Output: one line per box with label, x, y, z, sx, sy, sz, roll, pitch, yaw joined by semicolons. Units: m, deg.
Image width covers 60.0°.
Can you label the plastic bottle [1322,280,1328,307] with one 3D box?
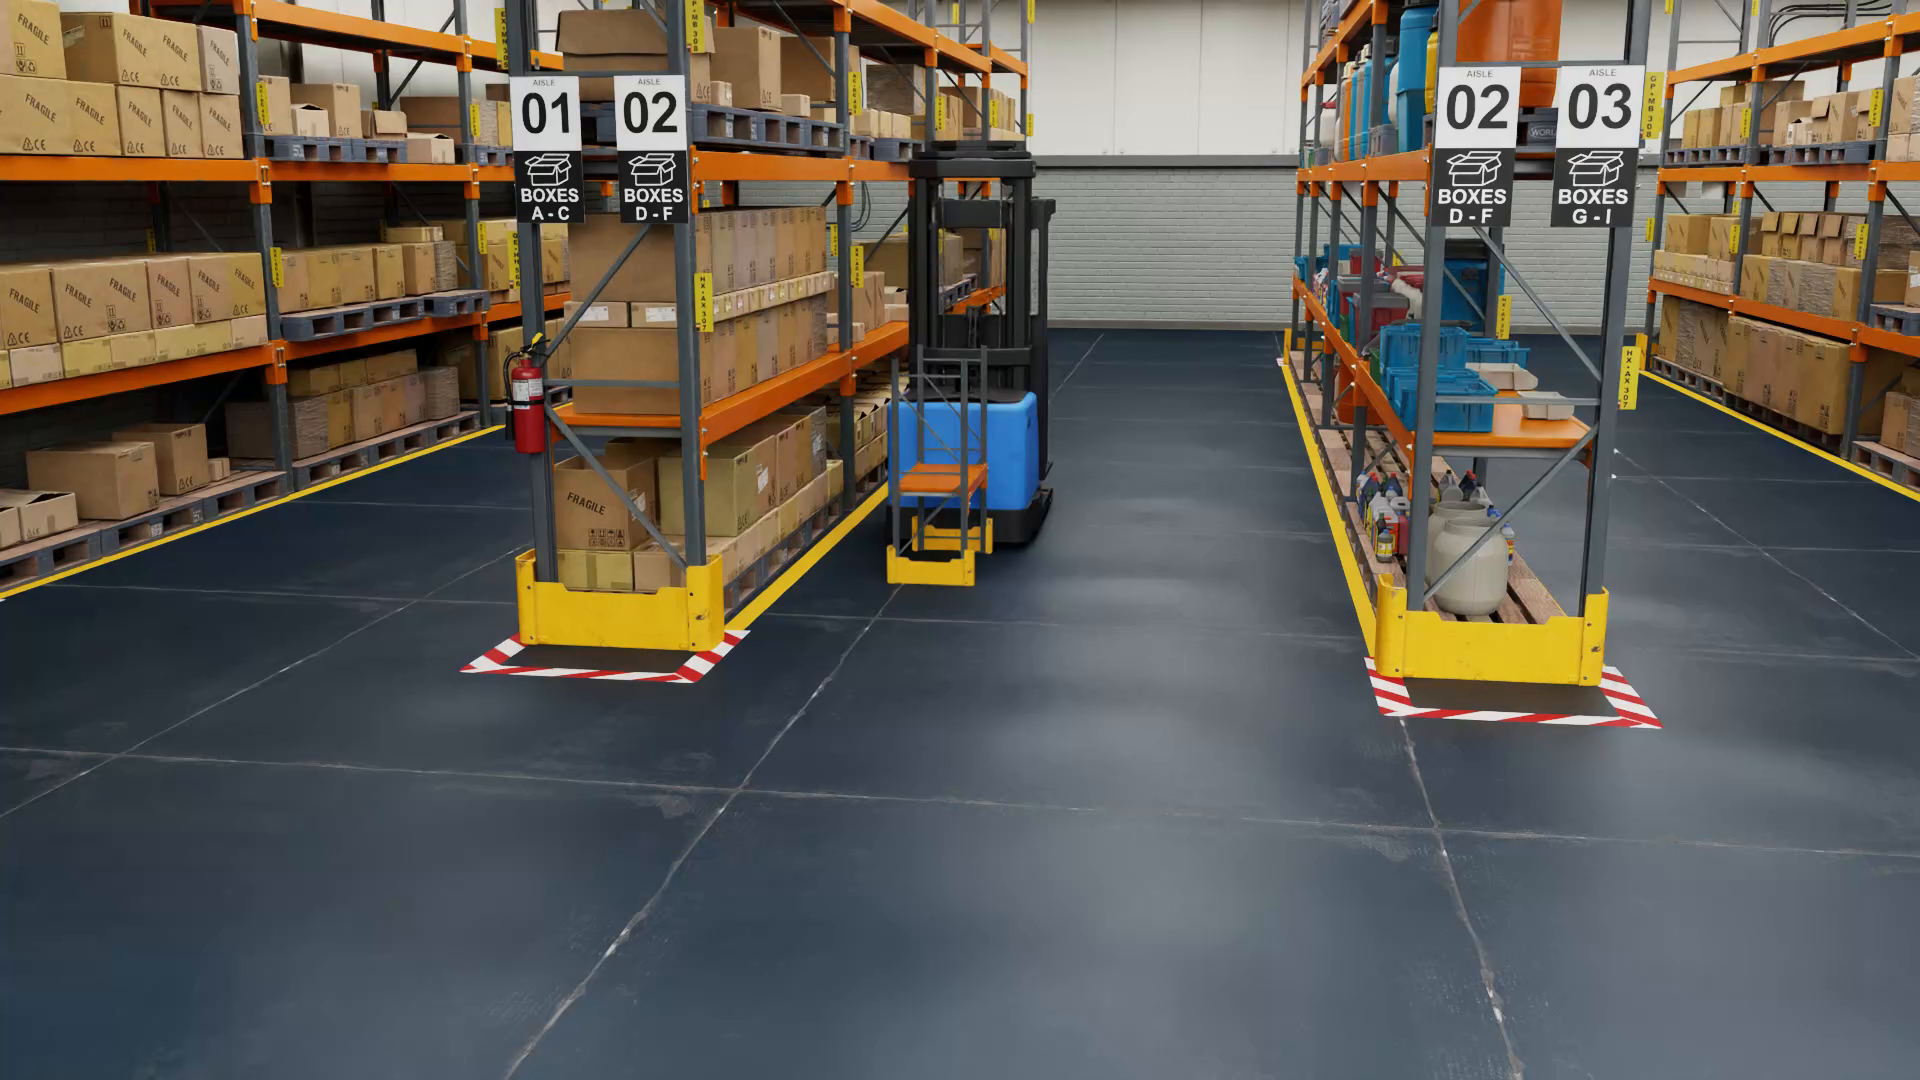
plastic bottle;3.963;-2.667;18.027;0.061;0.283;0.133;2;12;9

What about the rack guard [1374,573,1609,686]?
rack guard;2.881;0.482;9.072;1.175;0.500;0.348;2;12;9

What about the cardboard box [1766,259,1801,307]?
cardboard box;9.184;-2.813;18.189;0.500;0.500;0.500;2;12;7

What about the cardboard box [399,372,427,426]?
cardboard box;-5.896;-1.447;16.979;0.700;0.500;0.500;2;12;9

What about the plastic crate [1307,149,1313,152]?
plastic crate;4.586;-4.805;20.949;0.416;0.233;0.300;2;12;9

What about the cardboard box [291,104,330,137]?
cardboard box;-6.000;-3.744;14.842;0.500;0.311;0.500;2;12;10

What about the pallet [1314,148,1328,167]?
pallet;4.738;-4.429;19.252;1.213;0.211;1.003;2;12;9

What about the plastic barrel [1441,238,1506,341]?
plastic barrel;3.890;-1.871;12.867;0.600;0.901;0.708;2;12;9

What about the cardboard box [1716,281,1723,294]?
cardboard box;9.418;-3.066;20.194;0.380;0.149;0.250;2;12;10

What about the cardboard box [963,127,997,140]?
cardboard box;0.188;-5.113;21.147;0.500;0.250;0.500;2;12;9

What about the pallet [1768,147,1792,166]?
pallet;9.563;-4.241;18.386;0.805;0.209;1.217;1;12;6

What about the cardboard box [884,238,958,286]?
cardboard box;-0.433;-3.123;18.629;0.700;0.500;0.500;4;13;19

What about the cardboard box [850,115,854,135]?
cardboard box;-1.177;-3.558;14.121;0.500;0.250;0.500;1;12;3

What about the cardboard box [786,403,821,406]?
cardboard box;-1.510;-1.054;14.465;0.500;0.311;0.500;2;12;10

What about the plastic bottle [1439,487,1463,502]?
plastic bottle;3.537;-0.256;11.980;0.152;0.276;0.135;2;12;9

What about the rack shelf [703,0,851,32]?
rack shelf;-1.670;-3.686;10.895;1.077;0.370;4.000;2;12;9

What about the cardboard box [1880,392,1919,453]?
cardboard box;8.957;-1.081;15.278;0.700;0.500;0.500;1;12;6

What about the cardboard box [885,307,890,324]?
cardboard box;-0.888;-2.160;15.990;0.380;0.149;0.250;3;12;13

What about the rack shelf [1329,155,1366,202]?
rack shelf;3.839;-3.087;14.284;1.077;0.370;4.000;2;12;9

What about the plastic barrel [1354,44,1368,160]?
plastic barrel;3.496;-3.516;13.379;0.600;0.901;0.600;0;12;0

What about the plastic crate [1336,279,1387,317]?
plastic crate;3.596;-2.093;14.934;0.402;0.464;0.583;2;12;9

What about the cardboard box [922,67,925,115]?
cardboard box;-0.596;-4.750;17.685;0.500;0.500;0.500;2;12;9

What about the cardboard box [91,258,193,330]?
cardboard box;-6.184;-1.863;12.545;0.500;0.500;0.500;2;12;7

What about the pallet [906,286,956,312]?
pallet;-0.712;-2.599;17.890;1.213;0.211;1.003;2;12;9

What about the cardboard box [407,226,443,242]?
cardboard box;-5.666;-3.218;17.482;0.380;0.149;0.250;0;12;1

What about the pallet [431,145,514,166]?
pallet;-5.596;-4.219;18.279;1.213;0.211;1.003;2;12;11

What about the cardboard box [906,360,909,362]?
cardboard box;-0.320;-1.737;18.324;0.500;0.500;0.500;1;12;7

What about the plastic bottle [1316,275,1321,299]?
plastic bottle;4.147;-2.917;19.184;0.061;0.283;0.133;2;12;9

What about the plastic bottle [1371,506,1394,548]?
plastic bottle;2.853;-0.084;11.182;0.152;0.276;0.135;2;12;7

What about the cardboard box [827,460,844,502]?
cardboard box;-1.218;-0.475;13.105;0.500;0.250;0.500;2;12;9

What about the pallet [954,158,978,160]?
pallet;-0.458;-4.407;19.150;1.213;0.211;1.003;2;12;9

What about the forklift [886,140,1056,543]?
forklift;0.174;-1.672;13.293;1.130;2.935;3.031;2;12;8

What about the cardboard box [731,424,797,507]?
cardboard box;-1.442;-0.529;11.576;0.500;0.500;0.500;2;12;9

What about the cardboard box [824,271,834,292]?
cardboard box;-1.193;-2.019;12.967;0.380;0.149;0.250;2;12;9

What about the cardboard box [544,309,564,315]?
cardboard box;-4.999;-2.557;21.344;0.750;0.750;0.750;2;12;9

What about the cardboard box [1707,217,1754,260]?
cardboard box;9.543;-3.708;20.448;0.500;0.500;0.500;2;12;9

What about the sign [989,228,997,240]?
sign;0.417;-3.931;20.866;0.100;0.325;0.005;2;12;9

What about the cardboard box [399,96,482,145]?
cardboard box;-5.626;-4.541;18.041;0.700;0.500;0.500;1;12;4

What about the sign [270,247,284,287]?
sign;-5.721;-2.284;13.916;0.100;0.325;0.005;2;12;9

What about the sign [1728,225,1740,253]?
sign;9.107;-3.540;19.557;0.100;0.325;0.005;2;12;9

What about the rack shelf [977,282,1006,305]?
rack shelf;0.175;-3.447;23.076;1.077;0.370;4.000;2;12;9

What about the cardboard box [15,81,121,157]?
cardboard box;-6.319;-2.962;11.711;0.500;0.500;0.500;3;12;12

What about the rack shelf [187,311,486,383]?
rack shelf;-5.950;-1.941;16.089;1.077;0.370;4.000;2;12;9

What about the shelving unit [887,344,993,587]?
shelving unit;-0.126;-0.543;11.454;0.587;1.500;1.083;2;12;8

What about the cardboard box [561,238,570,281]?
cardboard box;-5.004;-3.431;20.303;0.500;0.500;0.500;2;12;9

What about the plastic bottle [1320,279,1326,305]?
plastic bottle;4.012;-2.734;18.334;0.061;0.283;0.133;2;12;9

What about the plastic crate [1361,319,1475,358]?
plastic crate;3.325;-1.421;12.112;0.767;0.338;0.504;2;12;9

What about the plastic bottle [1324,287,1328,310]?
plastic bottle;3.918;-2.576;17.632;0.097;0.271;0.097;0;12;0

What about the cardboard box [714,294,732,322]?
cardboard box;-1.627;-1.432;10.241;0.380;0.149;0.250;2;12;9

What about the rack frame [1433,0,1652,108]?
rack frame;2.916;-3.656;8.096;1.000;3.000;0.127;2;12;9

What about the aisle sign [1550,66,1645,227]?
aisle sign;3.194;-1.969;8.341;0.394;0.787;0.004;2;12;9

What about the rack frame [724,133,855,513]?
rack frame;-1.363;-1.717;13.341;1.000;3.000;0.127;2;12;9

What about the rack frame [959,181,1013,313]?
rack frame;0.483;-4.215;24.932;1.000;3.000;0.127;2;12;9

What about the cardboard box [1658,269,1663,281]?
cardboard box;9.852;-3.654;22.924;0.380;0.149;0.250;2;12;8

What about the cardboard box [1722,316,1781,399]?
cardboard box;9.577;-2.093;19.133;1.225;0.875;0.875;2;12;9

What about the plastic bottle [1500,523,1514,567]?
plastic bottle;3.503;0.028;10.674;0.097;0.271;0.097;0;12;0

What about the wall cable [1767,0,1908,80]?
wall cable;14.546;-9.464;27.411;2.277;5.999;0.120;2;12;9

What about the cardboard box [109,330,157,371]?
cardboard box;-6.254;-1.391;12.138;0.500;0.250;0.500;2;12;9

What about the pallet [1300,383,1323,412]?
pallet;4.602;-1.699;19.874;1.003;0.211;1.213;2;12;9
